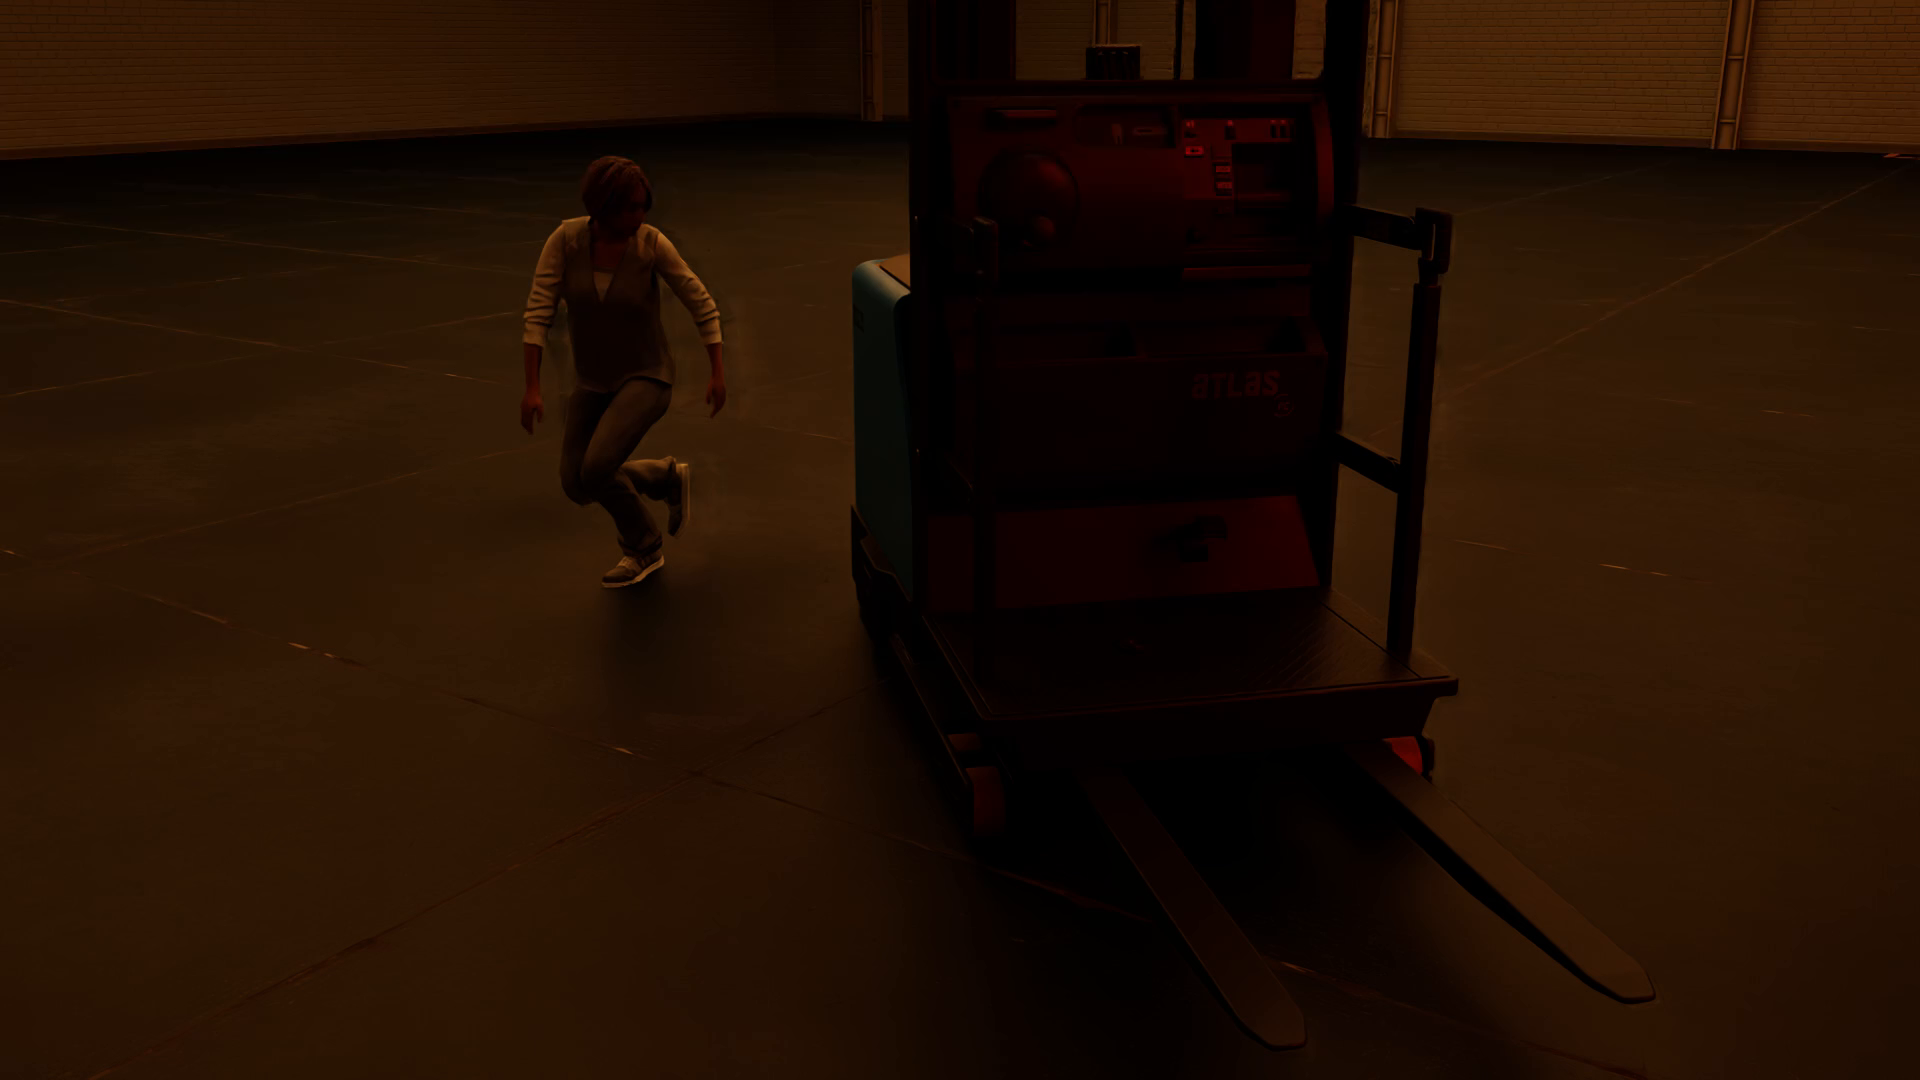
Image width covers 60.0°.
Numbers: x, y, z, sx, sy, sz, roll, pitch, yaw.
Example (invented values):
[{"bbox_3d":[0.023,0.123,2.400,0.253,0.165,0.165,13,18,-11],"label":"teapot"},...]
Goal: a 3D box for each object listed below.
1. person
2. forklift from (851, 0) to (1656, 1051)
[{"bbox_3d":[-1.036,-0.546,5.427,0.575,1.384,0.643,5,17,17],"label":"person"},{"bbox_3d":[0.476,-0.853,3.684,1.130,2.935,3.031,-4,17,-12],"label":"forklift"}]
